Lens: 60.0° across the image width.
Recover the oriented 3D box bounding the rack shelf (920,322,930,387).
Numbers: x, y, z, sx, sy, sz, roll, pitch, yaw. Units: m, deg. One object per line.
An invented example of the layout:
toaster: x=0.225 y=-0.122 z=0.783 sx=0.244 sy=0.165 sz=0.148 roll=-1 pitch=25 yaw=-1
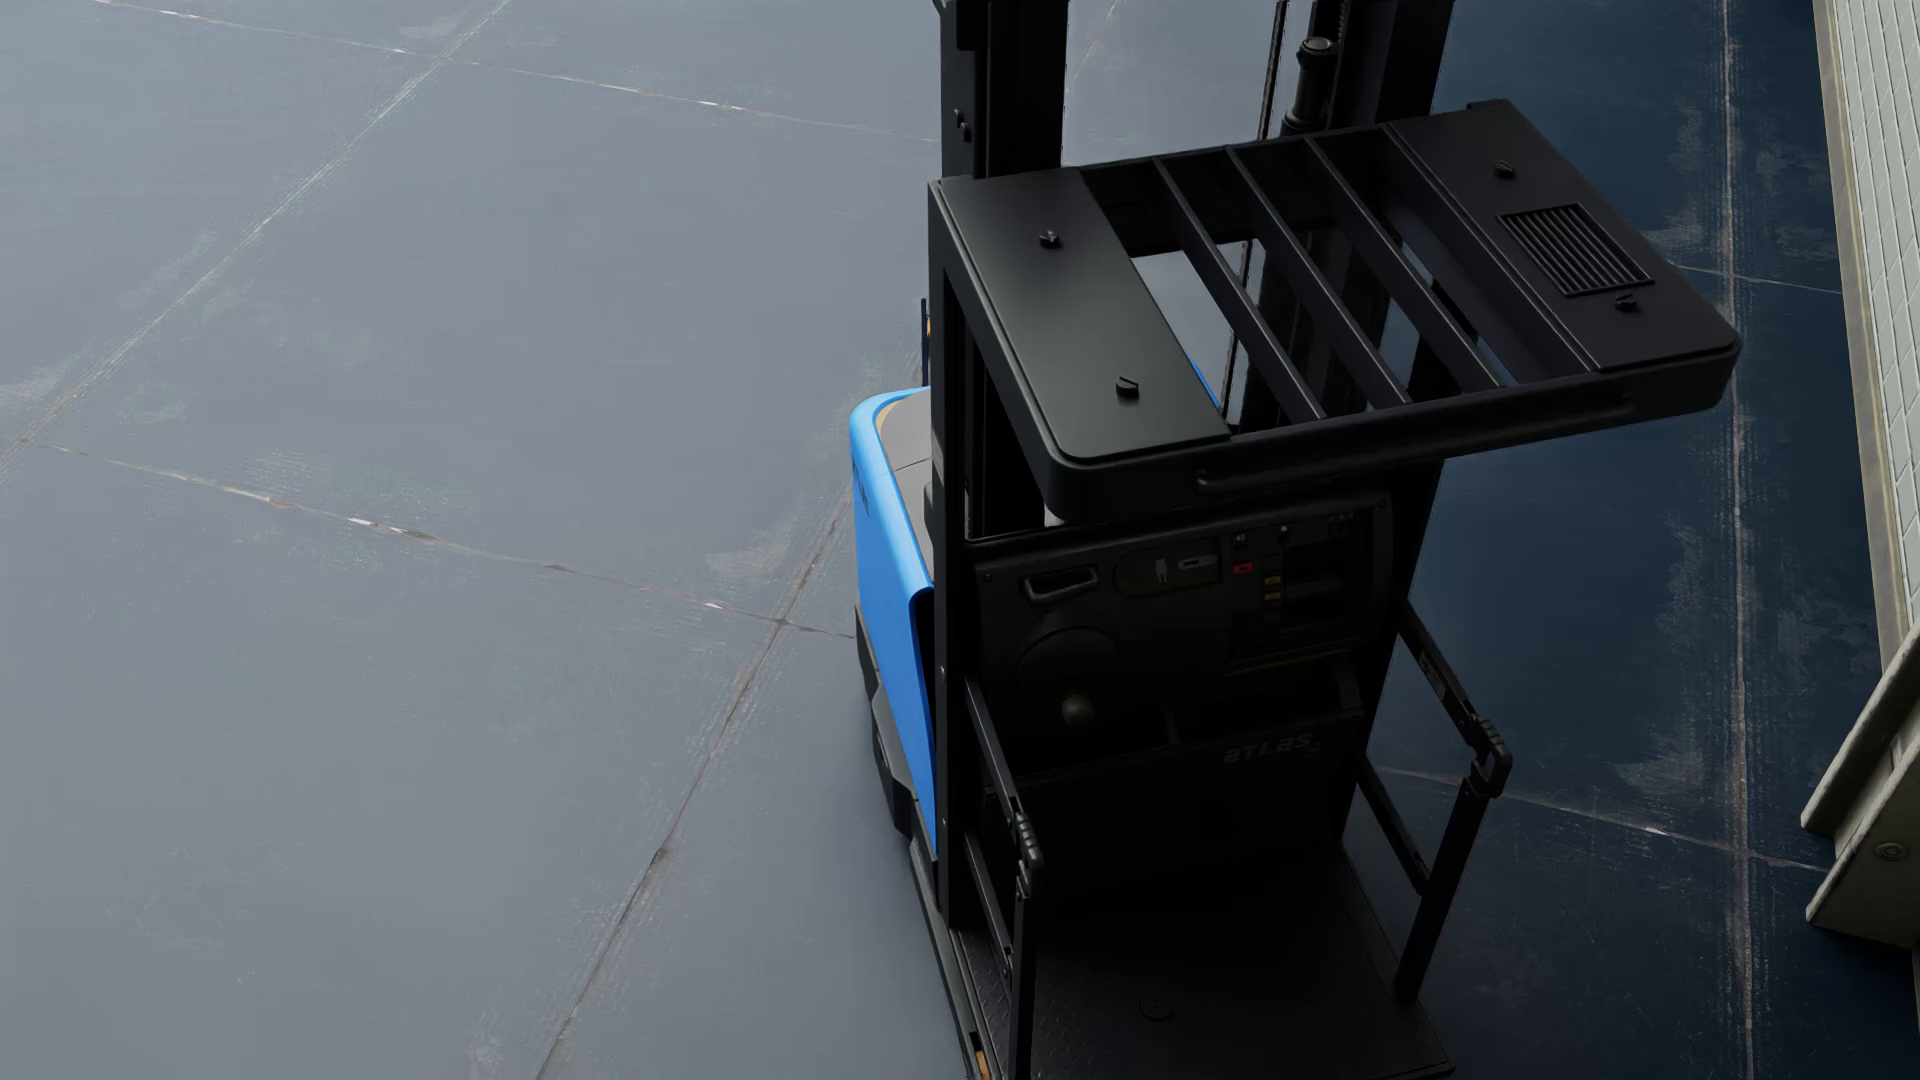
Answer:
rack shelf: x=0.016 y=-0.606 z=5.228 sx=0.215 sy=0.259 sz=0.240 roll=13 pitch=46 yaw=13

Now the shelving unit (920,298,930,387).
shelving unit: x=0.016 y=-0.411 z=5.419 sx=0.215 sy=1.050 sz=0.252 roll=13 pitch=46 yaw=13

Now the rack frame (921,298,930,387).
rack frame: x=-0.021 y=-0.330 z=5.336 sx=0.200 sy=1.050 sz=0.008 roll=13 pitch=46 yaw=13

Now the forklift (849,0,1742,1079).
forklift: x=0.546 y=0.236 z=3.414 sx=1.130 sy=2.935 sz=3.031 roll=-10 pitch=45 yaw=-10
